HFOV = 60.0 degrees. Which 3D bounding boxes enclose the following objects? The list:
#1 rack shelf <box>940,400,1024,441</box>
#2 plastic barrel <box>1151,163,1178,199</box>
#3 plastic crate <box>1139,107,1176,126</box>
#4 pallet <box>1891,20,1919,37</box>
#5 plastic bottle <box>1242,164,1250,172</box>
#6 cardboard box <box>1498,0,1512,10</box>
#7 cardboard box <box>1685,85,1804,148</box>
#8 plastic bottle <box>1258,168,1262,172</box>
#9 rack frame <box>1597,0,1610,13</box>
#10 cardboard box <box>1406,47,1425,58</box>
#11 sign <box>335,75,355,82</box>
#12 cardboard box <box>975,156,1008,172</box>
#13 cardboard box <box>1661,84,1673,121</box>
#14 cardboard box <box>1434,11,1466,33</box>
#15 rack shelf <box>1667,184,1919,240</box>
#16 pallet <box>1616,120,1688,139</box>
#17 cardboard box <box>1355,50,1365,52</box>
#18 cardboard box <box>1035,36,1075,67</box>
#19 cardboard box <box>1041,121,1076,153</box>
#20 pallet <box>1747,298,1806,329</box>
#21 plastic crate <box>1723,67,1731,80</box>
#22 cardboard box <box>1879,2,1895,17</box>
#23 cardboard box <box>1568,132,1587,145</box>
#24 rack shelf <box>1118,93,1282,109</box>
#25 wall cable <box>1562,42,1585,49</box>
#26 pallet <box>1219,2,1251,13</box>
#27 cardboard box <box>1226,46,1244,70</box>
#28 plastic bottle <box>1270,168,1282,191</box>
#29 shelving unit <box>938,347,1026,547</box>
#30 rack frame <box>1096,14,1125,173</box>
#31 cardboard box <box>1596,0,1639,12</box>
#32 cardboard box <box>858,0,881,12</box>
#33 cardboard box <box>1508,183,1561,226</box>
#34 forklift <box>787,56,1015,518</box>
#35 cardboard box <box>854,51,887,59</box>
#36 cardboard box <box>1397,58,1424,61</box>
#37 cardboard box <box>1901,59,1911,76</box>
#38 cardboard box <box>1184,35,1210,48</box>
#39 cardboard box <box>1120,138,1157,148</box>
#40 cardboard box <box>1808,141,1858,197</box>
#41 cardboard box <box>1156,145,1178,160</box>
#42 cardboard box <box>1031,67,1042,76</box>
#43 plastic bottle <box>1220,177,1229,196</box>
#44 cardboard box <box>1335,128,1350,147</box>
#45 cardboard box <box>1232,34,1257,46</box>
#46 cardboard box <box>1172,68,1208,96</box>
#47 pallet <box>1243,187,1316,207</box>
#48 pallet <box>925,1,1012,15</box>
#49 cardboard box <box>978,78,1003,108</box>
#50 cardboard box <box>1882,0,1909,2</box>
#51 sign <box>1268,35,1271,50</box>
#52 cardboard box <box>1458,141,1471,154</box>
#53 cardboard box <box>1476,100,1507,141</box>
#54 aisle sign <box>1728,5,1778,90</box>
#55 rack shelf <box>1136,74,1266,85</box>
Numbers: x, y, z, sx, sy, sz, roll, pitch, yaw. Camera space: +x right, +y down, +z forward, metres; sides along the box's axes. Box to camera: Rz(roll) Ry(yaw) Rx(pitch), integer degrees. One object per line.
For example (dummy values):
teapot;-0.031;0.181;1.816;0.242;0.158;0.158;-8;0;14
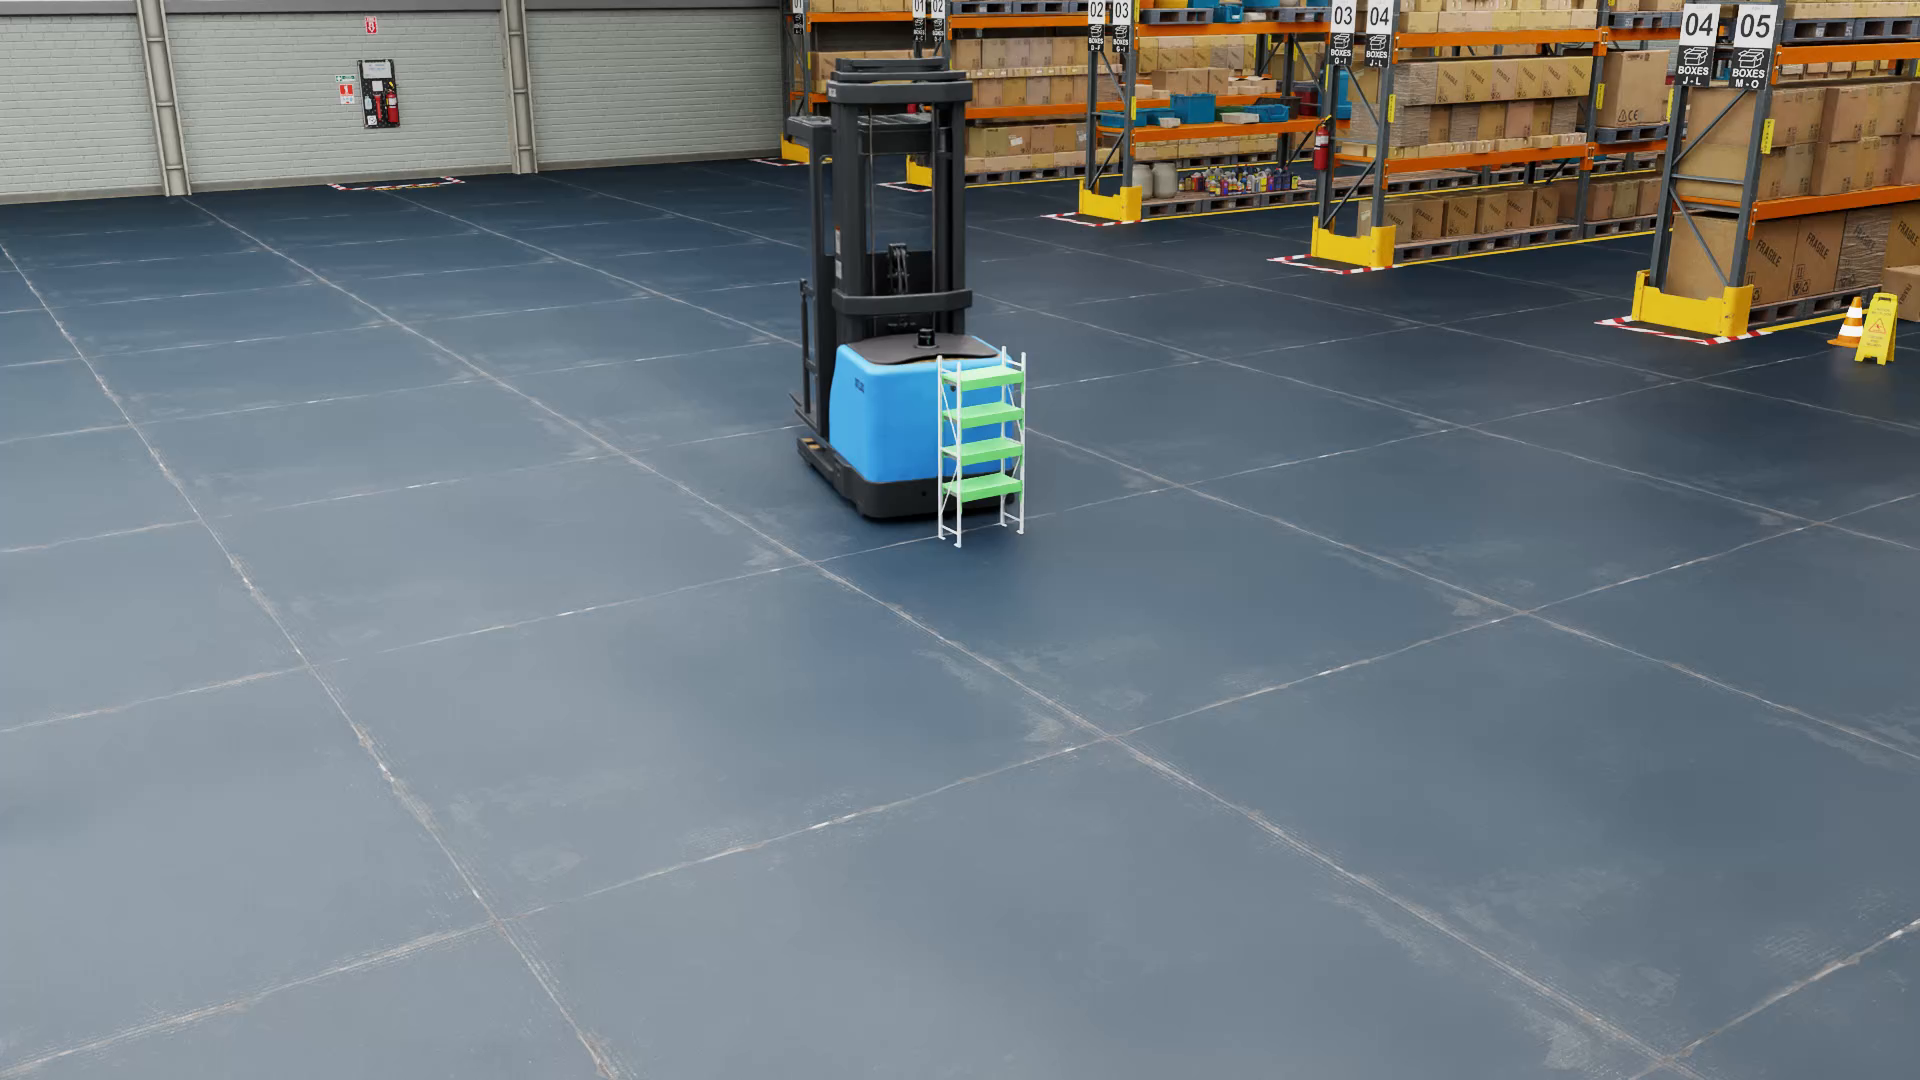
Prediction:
rack shelf;0.138;-0.764;10.582;0.480;0.148;0.258;-12;22;-31
plastic barrel;3.164;-5.569;25.764;0.421;0.512;0.421;0;19;0
plastic crate;3.037;-6.535;25.623;0.408;0.251;0.499;-12;22;-31
pallet;10.257;-5.597;18.072;1.213;0.211;1.003;-12;22;-31
plastic bottle;4.676;-5.951;27.114;0.185;0.351;0.144;-11;22;-30
cardboard box;6.819;-6.851;21.254;0.250;0.149;0.380;-13;23;-33
cardboard box;7.937;-4.293;16.838;0.550;0.550;0.875;-12;22;-31
plastic bottle;4.875;-5.919;27.123;0.133;0.283;0.061;-12;22;-31
rack frame;8.303;-8.546;21.973;0.127;3.000;1.000;-12;22;-31
cardboard box;9.819;-10.443;35.233;0.500;0.500;0.500;-12;22;-31
sign;-10.708;-8.044;28.970;0.331;0.109;0.001;-12;22;-31
cardboard box;0.502;-6.670;29.429;0.500;0.250;0.500;-12;22;-31
cardboard box;9.700;-6.282;23.826;0.637;0.503;0.797;-9;21;-26
cardboard box;5.934;-6.458;20.713;0.500;0.250;0.500;-12;22;-33
rack shelf;9.276;-3.666;18.030;4.000;0.370;1.077;-12;22;-31
pallet;10.013;-5.958;23.984;1.213;0.211;1.003;-12;22;-31
cardboard box;8.481;-9.848;34.380;0.500;0.500;0.700;-8;20;-23
cardboard box;1.650;-8.759;29.788;0.500;0.500;0.700;-12;22;-31
cardboard box;1.751;-7.292;30.097;0.500;0.500;0.500;-12;22;-31
pallet;8.230;-2.496;17.797;1.213;0.211;1.003;-12;22;-31
plastic crate;15.424;-9.079;32.767;0.499;0.435;0.616;-12;22;-31
cardboard box;9.334;-5.445;17.065;0.250;0.149;0.380;-12;22;-31
cardboard box;8.285;-5.469;22.629;0.250;0.149;0.380;-12;22;-31
rack shelf;4.528;-8.366;31.930;4.000;0.370;1.077;-12;22;-31
wall cable;15.072;-14.064;43.143;0.112;2.526;3.097;-12;22;-31
pallet;4.748;-10.049;31.398;1.213;0.211;1.003;-11;21;-29
cardboard box;6.144;-11.044;38.078;0.500;0.500;0.500;-12;22;-31
plastic bottle;5.039;-5.758;26.542;0.185;0.351;0.144;-13;23;-34
shelving unit;0.138;-0.598;10.639;0.503;1.200;0.258;-12;22;-31
rack frame;2.857;-8.354;30.773;0.127;3.000;1.000;-12;22;-31
cardboard box;8.750;-7.429;22.536;0.637;0.503;0.797;-13;23;-34
cardboard box;-1.894;-10.622;32.608;0.500;0.500;0.500;-11;21;-29
cardboard box;7.946;-4.659;23.090;0.500;0.500;0.500;-13;22;-33
forklift;-0.587;-1.969;11.993;1.130;2.935;3.031;-6;20;-18
cardboard box;-1.794;-9.445;33.032;0.500;0.500;0.500;-13;22;-33
cardboard box;5.700;-5.914;21.373;0.500;0.500;0.500;-12;22;-31
cardboard box;15.525;-7.554;27.005;0.500;0.500;0.500;-12;22;-31
cardboard box;5.278;-11.223;37.435;0.500;0.250;0.500;-12;22;-33
cardboard box;3.340;-7.523;31.075;0.500;0.311;0.500;-12;22;-31
cardboard box;8.874;-3.971;17.574;0.550;0.550;0.875;-12;22;-31
cardboard box;3.758;-7.345;31.426;0.500;0.250;0.500;-11;22;-30
cardboard box;1.247;-8.287;29.403;0.250;0.149;0.380;-12;22;-31
plastic bottle;4.123;-5.517;25.934;0.133;0.283;0.061;-11;22;-31
cardboard box;7.591;-8.268;33.733;0.500;0.500;0.500;-12;22;-32
cardboard box;6.562;-11.490;38.226;0.500;0.250;0.500;-11;22;-30
cardboard box;4.366;-8.714;31.680;0.500;0.500;0.500;-12;22;-31
pallet;4.995;-5.601;26.982;1.213;0.211;1.003;-12;22;-31
pallet;0.121;-9.147;28.571;1.213;0.211;1.003;-12;22;-31
cardboard box;0.350;-7.870;29.183;0.500;0.500;0.700;-11;22;-30
cardboard box;9.413;-5.675;17.123;0.500;0.250;0.500;-12;22;-32
sign;7.118;-11.455;38.261;0.005;0.325;0.100;-12;22;-31
cardboard box;6.371;-5.089;21.506;0.250;0.149;0.380;-12;22;-31
cardboard box;6.653;-5.559;21.883;0.500;0.500;0.875;-12;22;-31
aisle sign;7.711;-4.794;16.182;0.004;0.787;0.394;-12;22;-31
rack shelf;5.141;-10.395;37.932;4.000;0.370;1.077;-12;22;-31
